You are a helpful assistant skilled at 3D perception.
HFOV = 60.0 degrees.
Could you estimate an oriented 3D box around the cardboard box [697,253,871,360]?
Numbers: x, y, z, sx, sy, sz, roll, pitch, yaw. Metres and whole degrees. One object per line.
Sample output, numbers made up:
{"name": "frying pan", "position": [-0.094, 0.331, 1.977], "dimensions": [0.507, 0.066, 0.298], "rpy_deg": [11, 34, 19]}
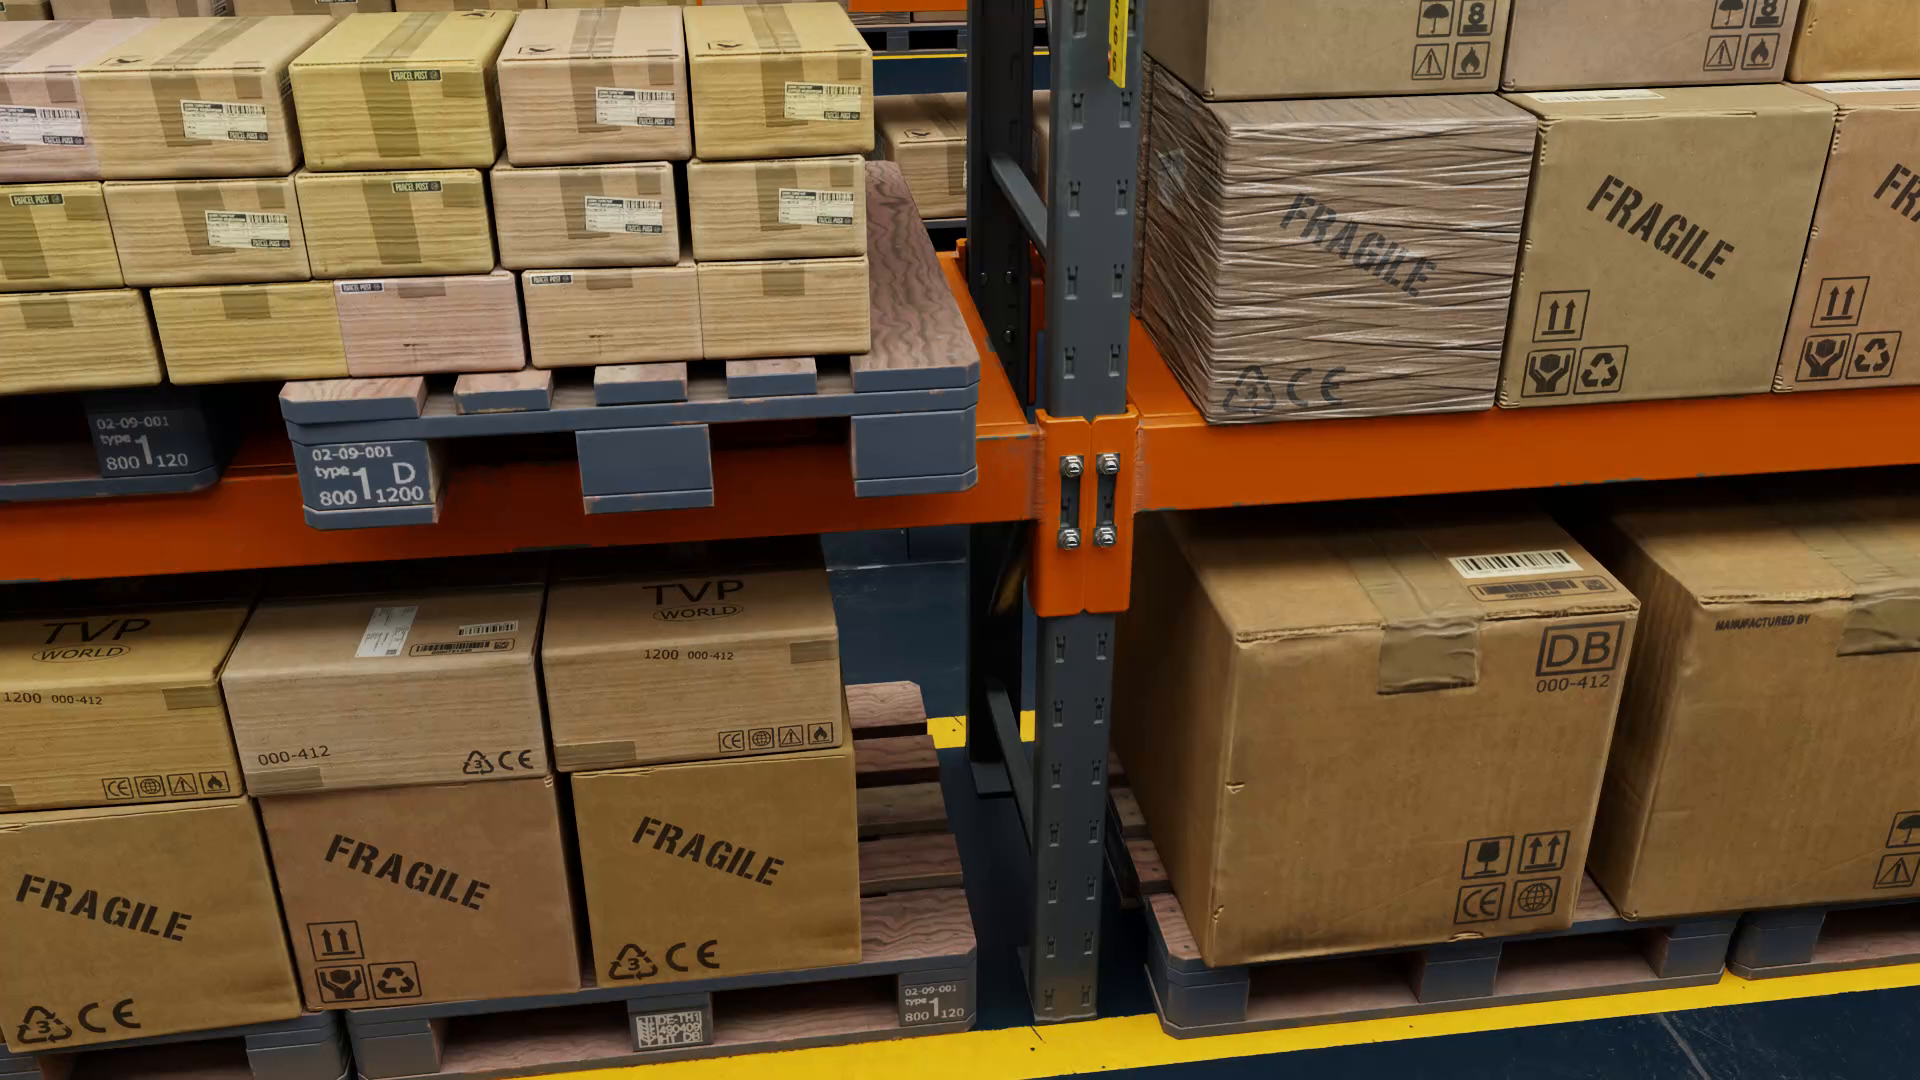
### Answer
{"name": "cardboard box", "position": [-0.280, -0.422, 2.602], "dimensions": [0.250, 0.149, 0.380], "rpy_deg": [-3, 27, -6]}

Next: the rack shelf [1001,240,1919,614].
{"name": "rack shelf", "position": [2.125, -0.393, 3.519], "dimensions": [4.000, 0.370, 1.077], "rpy_deg": [-4, 27, -7]}

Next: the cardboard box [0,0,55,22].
{"name": "cardboard box", "position": [-1.641, -0.900, 2.881], "dimensions": [0.250, 0.149, 0.380], "rpy_deg": [-3, 27, -6]}

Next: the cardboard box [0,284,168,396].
{"name": "cardboard box", "position": [-1.294, -0.359, 2.478], "dimensions": [0.250, 0.149, 0.380], "rpy_deg": [-5, 28, -9]}

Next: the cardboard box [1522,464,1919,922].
{"name": "cardboard box", "position": [1.625, 0.173, 3.632], "dimensions": [0.750, 0.750, 1.050], "rpy_deg": [-3, 27, -6]}

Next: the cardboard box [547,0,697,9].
{"name": "cardboard box", "position": [-0.606, -0.966, 3.010], "dimensions": [0.250, 0.149, 0.380], "rpy_deg": [-4, 27, -9]}

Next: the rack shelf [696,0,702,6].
{"name": "rack shelf", "position": [-2.626, -2.370, 7.372], "dimensions": [4.000, 0.370, 1.077], "rpy_deg": [-4, 27, -7]}

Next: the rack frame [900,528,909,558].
{"name": "rack frame", "position": [-0.174, -0.456, 4.989], "dimensions": [0.008, 1.050, 0.200], "rpy_deg": [-4, 27, -7]}

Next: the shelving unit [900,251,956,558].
{"name": "shelving unit", "position": [-0.053, -0.464, 5.004], "dimensions": [0.252, 1.050, 0.215], "rpy_deg": [-4, 27, -7]}

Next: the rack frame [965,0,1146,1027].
{"name": "rack frame", "position": [0.145, -0.586, 3.107], "dimensions": [0.127, 3.000, 1.000], "rpy_deg": [-4, 27, -7]}

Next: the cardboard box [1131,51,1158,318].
{"name": "cardboard box", "position": [0.553, -0.781, 3.376], "dimensions": [0.500, 0.500, 0.500], "rpy_deg": [-4, 27, -7]}

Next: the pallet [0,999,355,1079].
{"name": "pallet", "position": [-1.835, 0.780, 3.499], "dimensions": [1.213, 0.211, 1.003], "rpy_deg": [-4, 27, -7]}

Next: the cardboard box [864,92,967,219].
{"name": "cardboard box", "position": [-0.084, -1.867, 8.021], "dimensions": [0.625, 0.372, 0.950], "rpy_deg": [-5, 28, -11]}

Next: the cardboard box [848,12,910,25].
{"name": "cardboard box", "position": [-0.721, -4.225, 12.340], "dimensions": [0.625, 0.625, 0.875], "rpy_deg": [-3, 27, -5]}

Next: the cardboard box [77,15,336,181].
{"name": "cardboard box", "position": [-1.049, -0.637, 2.370], "dimensions": [0.250, 0.149, 0.380], "rpy_deg": [-3, 27, -6]}

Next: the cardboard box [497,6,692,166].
{"name": "cardboard box", "position": [-0.526, -0.673, 2.439], "dimensions": [0.250, 0.149, 0.380], "rpy_deg": [-4, 27, -8]}

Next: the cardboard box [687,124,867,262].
{"name": "cardboard box", "position": [-0.281, -0.556, 2.538], "dimensions": [0.250, 0.149, 0.380], "rpy_deg": [-3, 27, -6]}

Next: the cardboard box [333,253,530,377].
{"name": "cardboard box", "position": [-0.781, -0.391, 2.541], "dimensions": [0.250, 0.149, 0.380], "rpy_deg": [-3, 27, -6]}

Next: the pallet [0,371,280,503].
{"name": "pallet", "position": [-1.810, -0.356, 2.869], "dimensions": [1.213, 0.211, 1.003], "rpy_deg": [-4, 27, -7]}

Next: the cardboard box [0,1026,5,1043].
{"name": "cardboard box", "position": [-2.007, 0.593, 3.087], "dimensions": [0.500, 0.500, 0.500], "rpy_deg": [-3, 27, -6]}

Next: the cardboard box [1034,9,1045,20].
{"name": "cardboard box", "position": [0.592, -4.313, 12.511], "dimensions": [0.625, 0.625, 0.875], "rpy_deg": [-5, 28, -9]}

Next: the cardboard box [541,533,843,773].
{"name": "cardboard box", "position": [-0.496, 0.167, 3.095], "dimensions": [0.500, 0.250, 0.500], "rpy_deg": [-4, 27, -8]}

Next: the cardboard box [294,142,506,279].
{"name": "cardboard box", "position": [-0.805, -0.521, 2.468], "dimensions": [0.250, 0.149, 0.380], "rpy_deg": [-3, 27, -6]}

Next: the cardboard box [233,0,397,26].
{"name": "cardboard box", "position": [-1.112, -0.936, 2.951], "dimensions": [0.250, 0.149, 0.380], "rpy_deg": [-5, 28, -9]}

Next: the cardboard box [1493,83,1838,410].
{"name": "cardboard box", "position": [1.130, -0.571, 2.967], "dimensions": [0.500, 0.500, 0.500], "rpy_deg": [-4, 27, -8]}

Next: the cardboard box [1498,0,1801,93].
{"name": "cardboard box", "position": [1.091, -1.132, 2.966], "dimensions": [0.500, 0.500, 0.700], "rpy_deg": [-4, 27, -8]}

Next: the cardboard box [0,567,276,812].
{"name": "cardboard box", "position": [-1.500, 0.230, 2.973], "dimensions": [0.500, 0.250, 0.500], "rpy_deg": [-3, 27, -6]}

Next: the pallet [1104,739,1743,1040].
{"name": "pallet", "position": [0.936, 0.638, 3.775], "dimensions": [1.213, 0.211, 1.003], "rpy_deg": [-4, 27, -7]}

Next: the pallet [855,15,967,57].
{"name": "pallet", "position": [-0.520, -3.855, 12.532], "dimensions": [1.213, 0.211, 1.003], "rpy_deg": [-4, 27, -7]}

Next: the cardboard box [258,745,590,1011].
{"name": "cardboard box", "position": [-0.985, 0.530, 3.209], "dimensions": [0.500, 0.500, 0.500], "rpy_deg": [-3, 27, -5]}

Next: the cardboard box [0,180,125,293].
{"name": "cardboard box", "position": [-1.300, -0.490, 2.409], "dimensions": [0.250, 0.149, 0.380], "rpy_deg": [-4, 27, -7]}
